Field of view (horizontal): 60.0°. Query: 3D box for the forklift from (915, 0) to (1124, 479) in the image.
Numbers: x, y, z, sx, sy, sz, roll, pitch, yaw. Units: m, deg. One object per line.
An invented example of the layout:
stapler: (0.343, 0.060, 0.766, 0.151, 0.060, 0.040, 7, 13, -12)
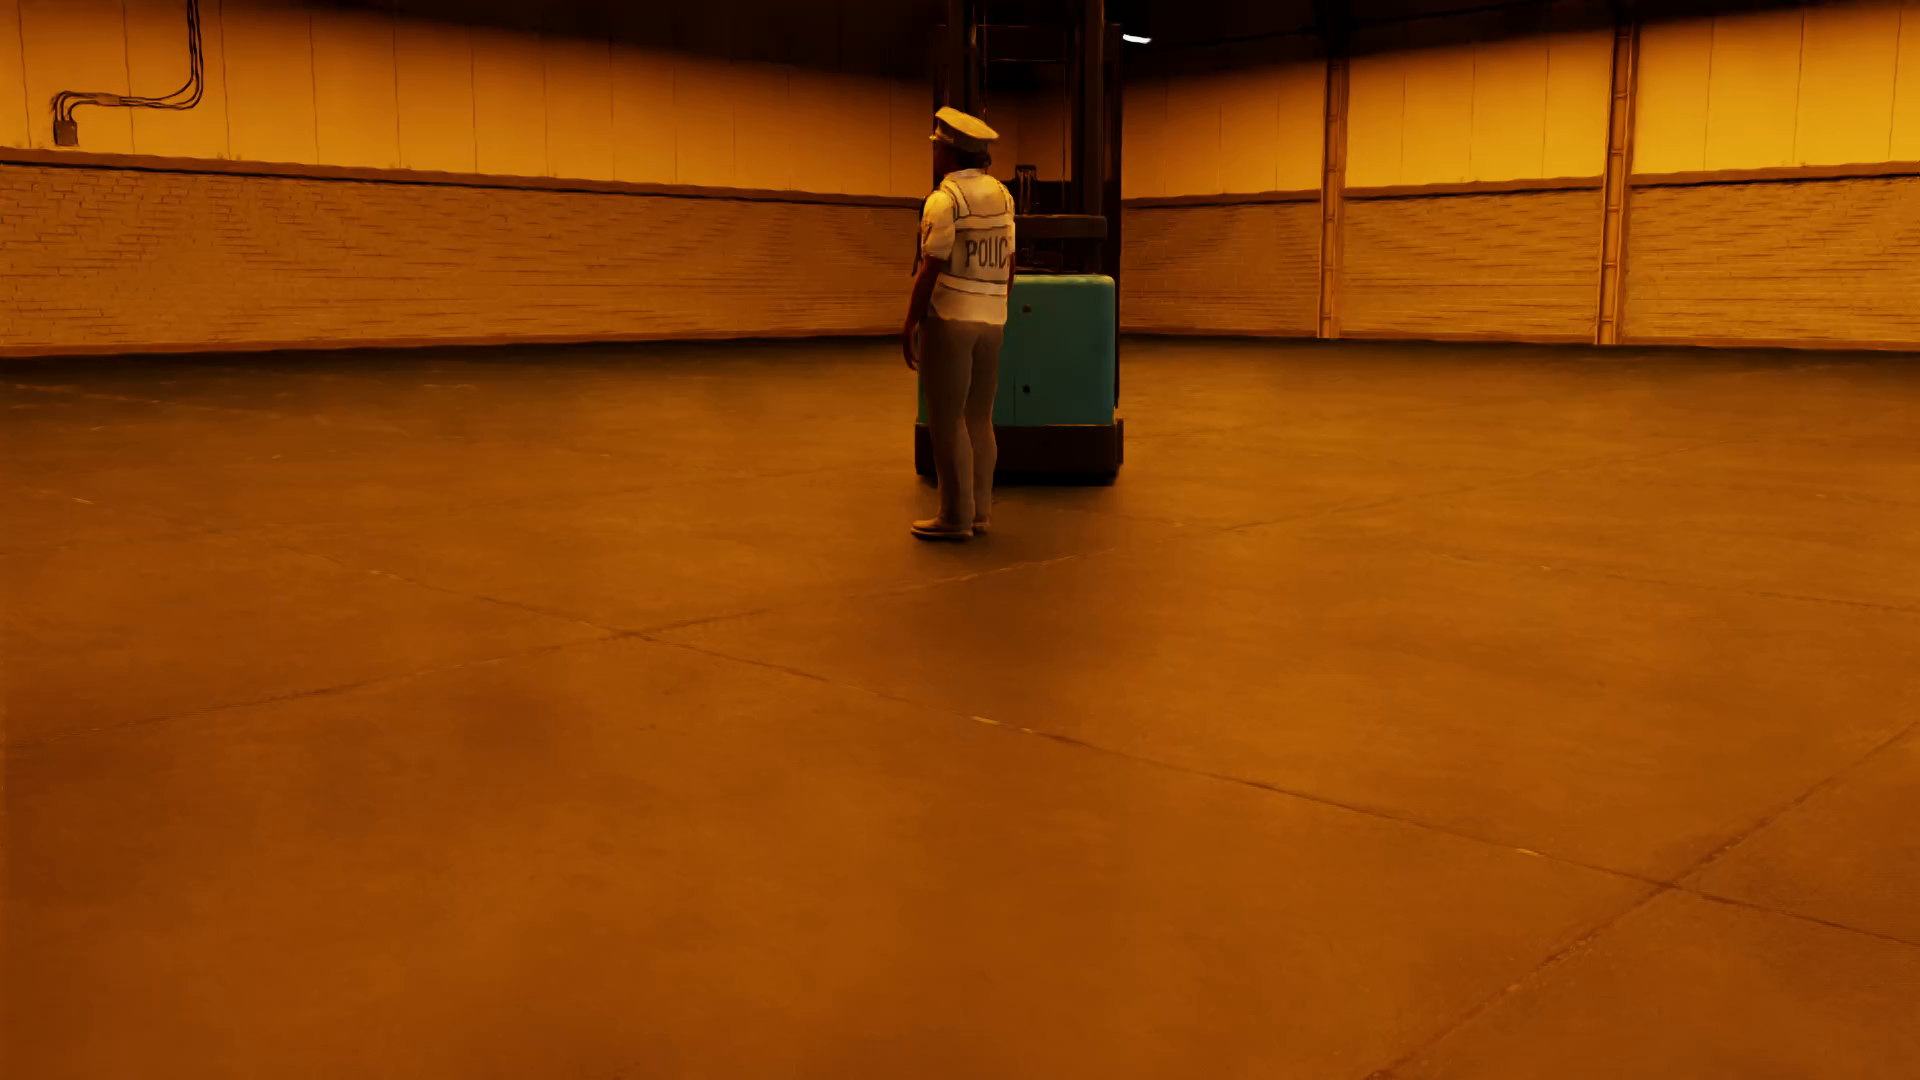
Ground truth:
forklift: (0.412, -1.959, 9.884, 1.130, 2.935, 3.031, 1, 9, 5)

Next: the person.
person: (-0.040, -0.854, 6.656, 0.529, 1.693, 0.570, 8, 12, 43)
